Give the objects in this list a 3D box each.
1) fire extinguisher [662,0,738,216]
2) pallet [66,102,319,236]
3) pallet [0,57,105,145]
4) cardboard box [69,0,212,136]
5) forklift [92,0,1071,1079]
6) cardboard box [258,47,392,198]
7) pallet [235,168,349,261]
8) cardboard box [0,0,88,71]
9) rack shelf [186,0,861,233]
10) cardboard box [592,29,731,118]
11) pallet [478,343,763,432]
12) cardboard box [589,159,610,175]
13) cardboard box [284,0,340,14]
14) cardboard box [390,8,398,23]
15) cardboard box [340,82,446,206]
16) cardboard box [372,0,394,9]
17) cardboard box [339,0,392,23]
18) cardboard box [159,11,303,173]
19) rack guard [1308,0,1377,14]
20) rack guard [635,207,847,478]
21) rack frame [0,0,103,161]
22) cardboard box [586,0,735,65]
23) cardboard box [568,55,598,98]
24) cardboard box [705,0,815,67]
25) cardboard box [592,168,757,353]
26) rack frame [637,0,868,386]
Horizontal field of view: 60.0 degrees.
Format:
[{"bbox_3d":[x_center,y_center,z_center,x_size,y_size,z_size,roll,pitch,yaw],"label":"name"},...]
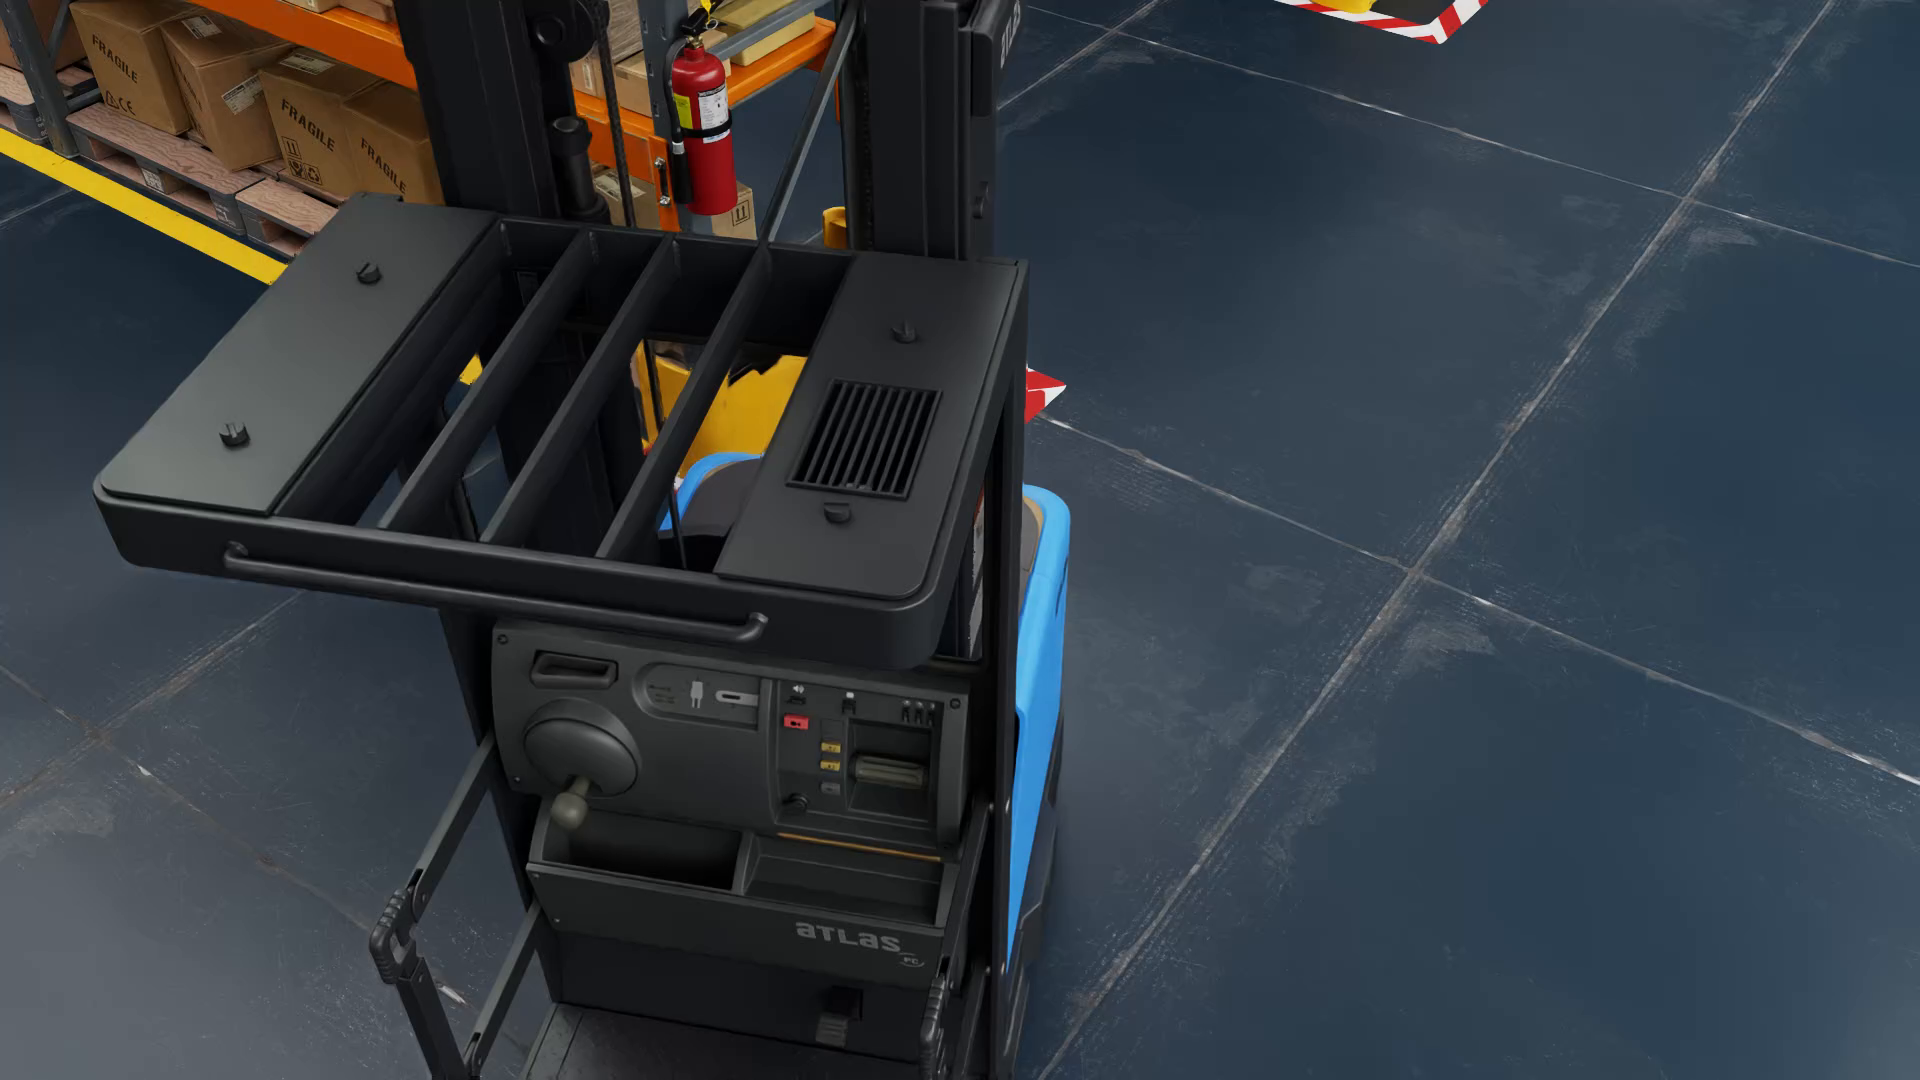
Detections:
[{"bbox_3d":[-0.786,-1.316,5.029,0.183,0.674,0.296,25,48,25],"label":"fire extinguisher"},{"bbox_3d":[-3.320,-1.895,7.709,1.213,0.211,1.003,25,48,25],"label":"pallet"},{"bbox_3d":[-4.528,-2.430,8.307,1.213,0.211,1.003,25,48,25],"label":"pallet"},{"bbox_3d":[-3.586,-2.222,7.543,0.500,0.500,0.500,24,47,24],"label":"cardboard box"},{"bbox_3d":[-0.484,0.479,3.017,1.130,2.935,3.031,7,42,8],"label":"forklift"},{"bbox_3d":[-2.559,-1.812,7.085,0.500,0.500,0.500,21,46,22],"label":"cardboard box"},{"bbox_3d":[-2.317,-1.428,7.187,1.213,0.211,1.003,25,48,25],"label":"pallet"},{"bbox_3d":[-4.380,-2.651,8.008,0.500,0.500,0.700,22,46,22],"label":"cardboard box"},{"bbox_3d":[-2.253,-2.138,6.429,4.000,0.370,1.077,25,48,25],"label":"rack shelf"},{"bbox_3d":[-0.967,-1.543,5.413,0.250,0.149,0.380,25,48,25],"label":"cardboard box"},{"bbox_3d":[-1.322,-0.960,6.665,1.213,0.211,1.003,25,48,25],"label":"pallet"},{"bbox_3d":[-1.626,-1.323,6.539,0.500,0.500,0.500,-29,49,-28],"label":"cardboard box"},{"bbox_3d":[-2.255,-2.060,5.991,0.250,0.149,0.380,25,48,25],"label":"cardboard box"},{"bbox_3d":[-1.782,-1.929,5.845,0.250,0.149,0.380,25,48,25],"label":"cardboard box"},{"bbox_3d":[-2.128,-1.574,6.819,0.500,0.500,0.500,30,50,29],"label":"cardboard box"},{"bbox_3d":[-1.528,-2.140,5.594,0.500,0.500,0.875,25,48,25],"label":"cardboard box"},{"bbox_3d":[-2.000,-2.013,5.938,0.250,0.149,0.380,25,48,25],"label":"cardboard box"},{"bbox_3d":[-3.112,-2.006,7.303,0.500,0.500,0.500,-26,48,-26],"label":"cardboard box"},{"bbox_3d":[2.335,-3.369,9.140,0.348,0.500,1.175,25,48,25],"label":"rack guard"},{"bbox_3d":[-0.677,-0.738,6.199,0.348,0.500,1.175,25,48,25],"label":"rack guard"},{"bbox_3d":[-3.890,-3.172,7.045,0.127,3.000,1.000,25,48,25],"label":"rack frame"},{"bbox_3d":[-1.050,-2.014,5.453,0.500,0.500,0.875,25,48,25],"label":"cardboard box"},{"bbox_3d":[-1.171,-1.639,5.521,0.250,0.149,0.380,25,48,25],"label":"cardboard box"},{"bbox_3d":[-0.712,-1.786,5.685,0.250,0.149,0.380,25,48,25],"label":"cardboard box"},{"bbox_3d":[-1.117,-1.113,6.304,0.500,0.500,0.500,-33,51,-31],"label":"cardboard box"},{"bbox_3d":[-0.615,-1.640,5.333,0.127,3.000,1.000,25,48,25],"label":"rack frame"}]
